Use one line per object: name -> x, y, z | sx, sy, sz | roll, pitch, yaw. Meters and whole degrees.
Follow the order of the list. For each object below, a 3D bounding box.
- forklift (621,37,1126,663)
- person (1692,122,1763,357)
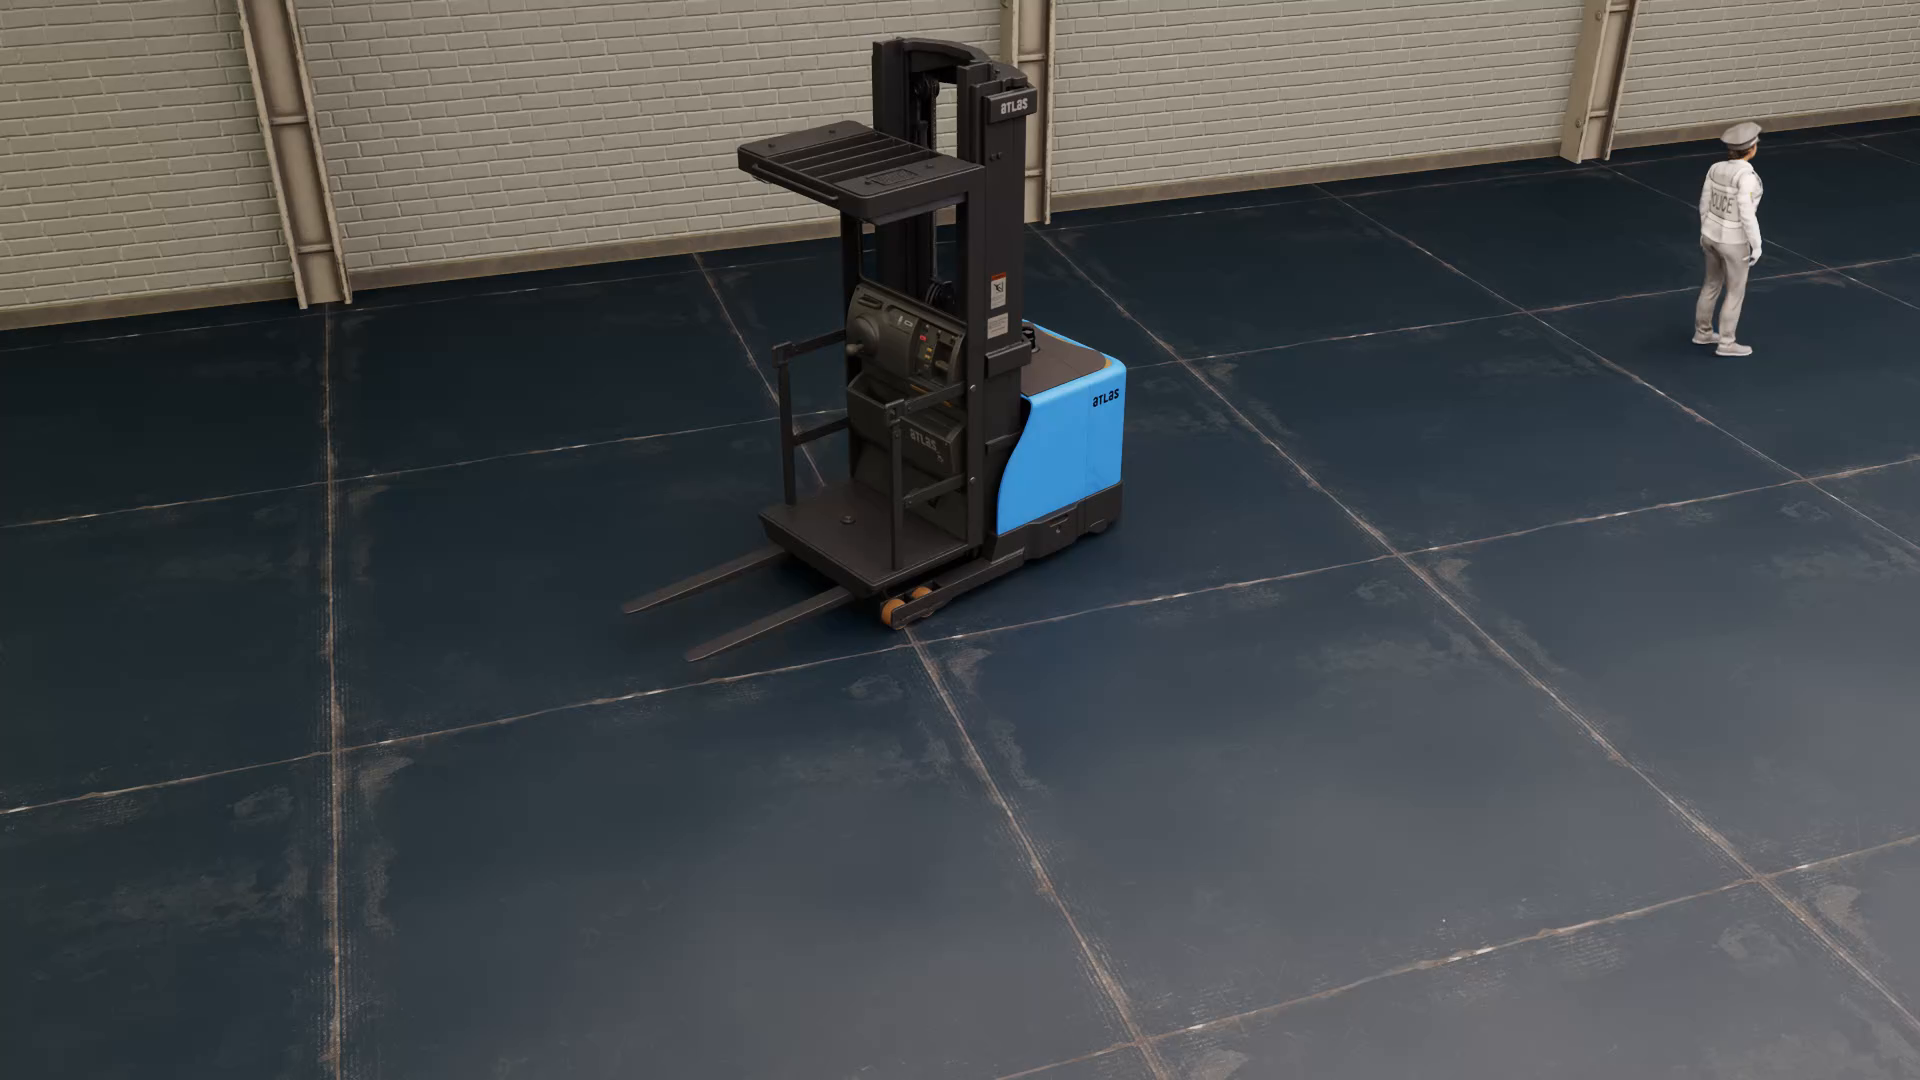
forklift -> -0.461, -1.072, 8.951 | 3.031, 2.935, 1.130 | -23, 37, -34
person -> 5.645, -2.194, 12.152 | 0.467, 1.708, 0.571 | -8, 31, -14
